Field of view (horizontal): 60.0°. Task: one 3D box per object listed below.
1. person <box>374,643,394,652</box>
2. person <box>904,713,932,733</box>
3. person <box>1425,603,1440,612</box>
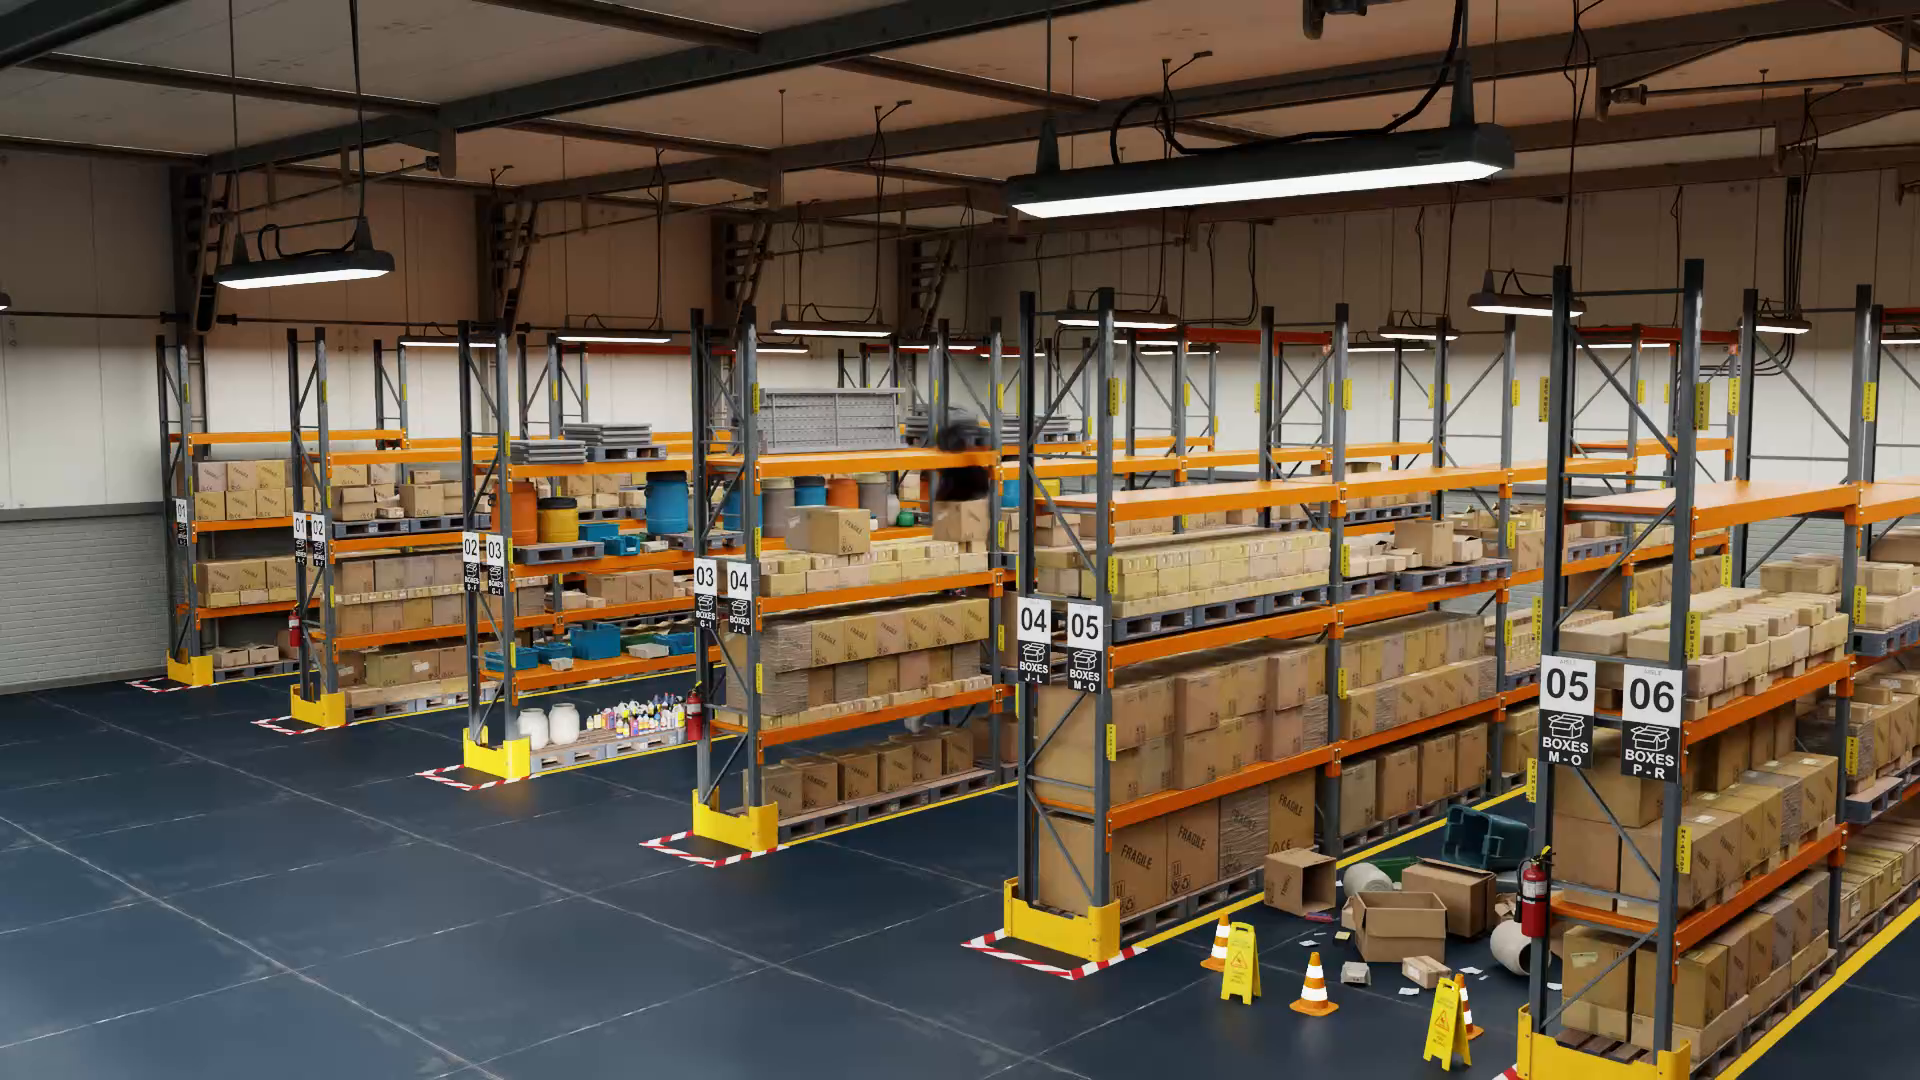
[{"bbox_3d":[-9.625,1.740,27.972,0.538,1.575,0.804,4,7,36],"label":"person"},{"bbox_3d":[-0.523,2.136,22.925,0.660,1.755,0.772,4,7,35],"label":"person"},{"bbox_3d":[7.650,1.797,27.087,0.564,1.651,0.539,5,7,42],"label":"person"}]
